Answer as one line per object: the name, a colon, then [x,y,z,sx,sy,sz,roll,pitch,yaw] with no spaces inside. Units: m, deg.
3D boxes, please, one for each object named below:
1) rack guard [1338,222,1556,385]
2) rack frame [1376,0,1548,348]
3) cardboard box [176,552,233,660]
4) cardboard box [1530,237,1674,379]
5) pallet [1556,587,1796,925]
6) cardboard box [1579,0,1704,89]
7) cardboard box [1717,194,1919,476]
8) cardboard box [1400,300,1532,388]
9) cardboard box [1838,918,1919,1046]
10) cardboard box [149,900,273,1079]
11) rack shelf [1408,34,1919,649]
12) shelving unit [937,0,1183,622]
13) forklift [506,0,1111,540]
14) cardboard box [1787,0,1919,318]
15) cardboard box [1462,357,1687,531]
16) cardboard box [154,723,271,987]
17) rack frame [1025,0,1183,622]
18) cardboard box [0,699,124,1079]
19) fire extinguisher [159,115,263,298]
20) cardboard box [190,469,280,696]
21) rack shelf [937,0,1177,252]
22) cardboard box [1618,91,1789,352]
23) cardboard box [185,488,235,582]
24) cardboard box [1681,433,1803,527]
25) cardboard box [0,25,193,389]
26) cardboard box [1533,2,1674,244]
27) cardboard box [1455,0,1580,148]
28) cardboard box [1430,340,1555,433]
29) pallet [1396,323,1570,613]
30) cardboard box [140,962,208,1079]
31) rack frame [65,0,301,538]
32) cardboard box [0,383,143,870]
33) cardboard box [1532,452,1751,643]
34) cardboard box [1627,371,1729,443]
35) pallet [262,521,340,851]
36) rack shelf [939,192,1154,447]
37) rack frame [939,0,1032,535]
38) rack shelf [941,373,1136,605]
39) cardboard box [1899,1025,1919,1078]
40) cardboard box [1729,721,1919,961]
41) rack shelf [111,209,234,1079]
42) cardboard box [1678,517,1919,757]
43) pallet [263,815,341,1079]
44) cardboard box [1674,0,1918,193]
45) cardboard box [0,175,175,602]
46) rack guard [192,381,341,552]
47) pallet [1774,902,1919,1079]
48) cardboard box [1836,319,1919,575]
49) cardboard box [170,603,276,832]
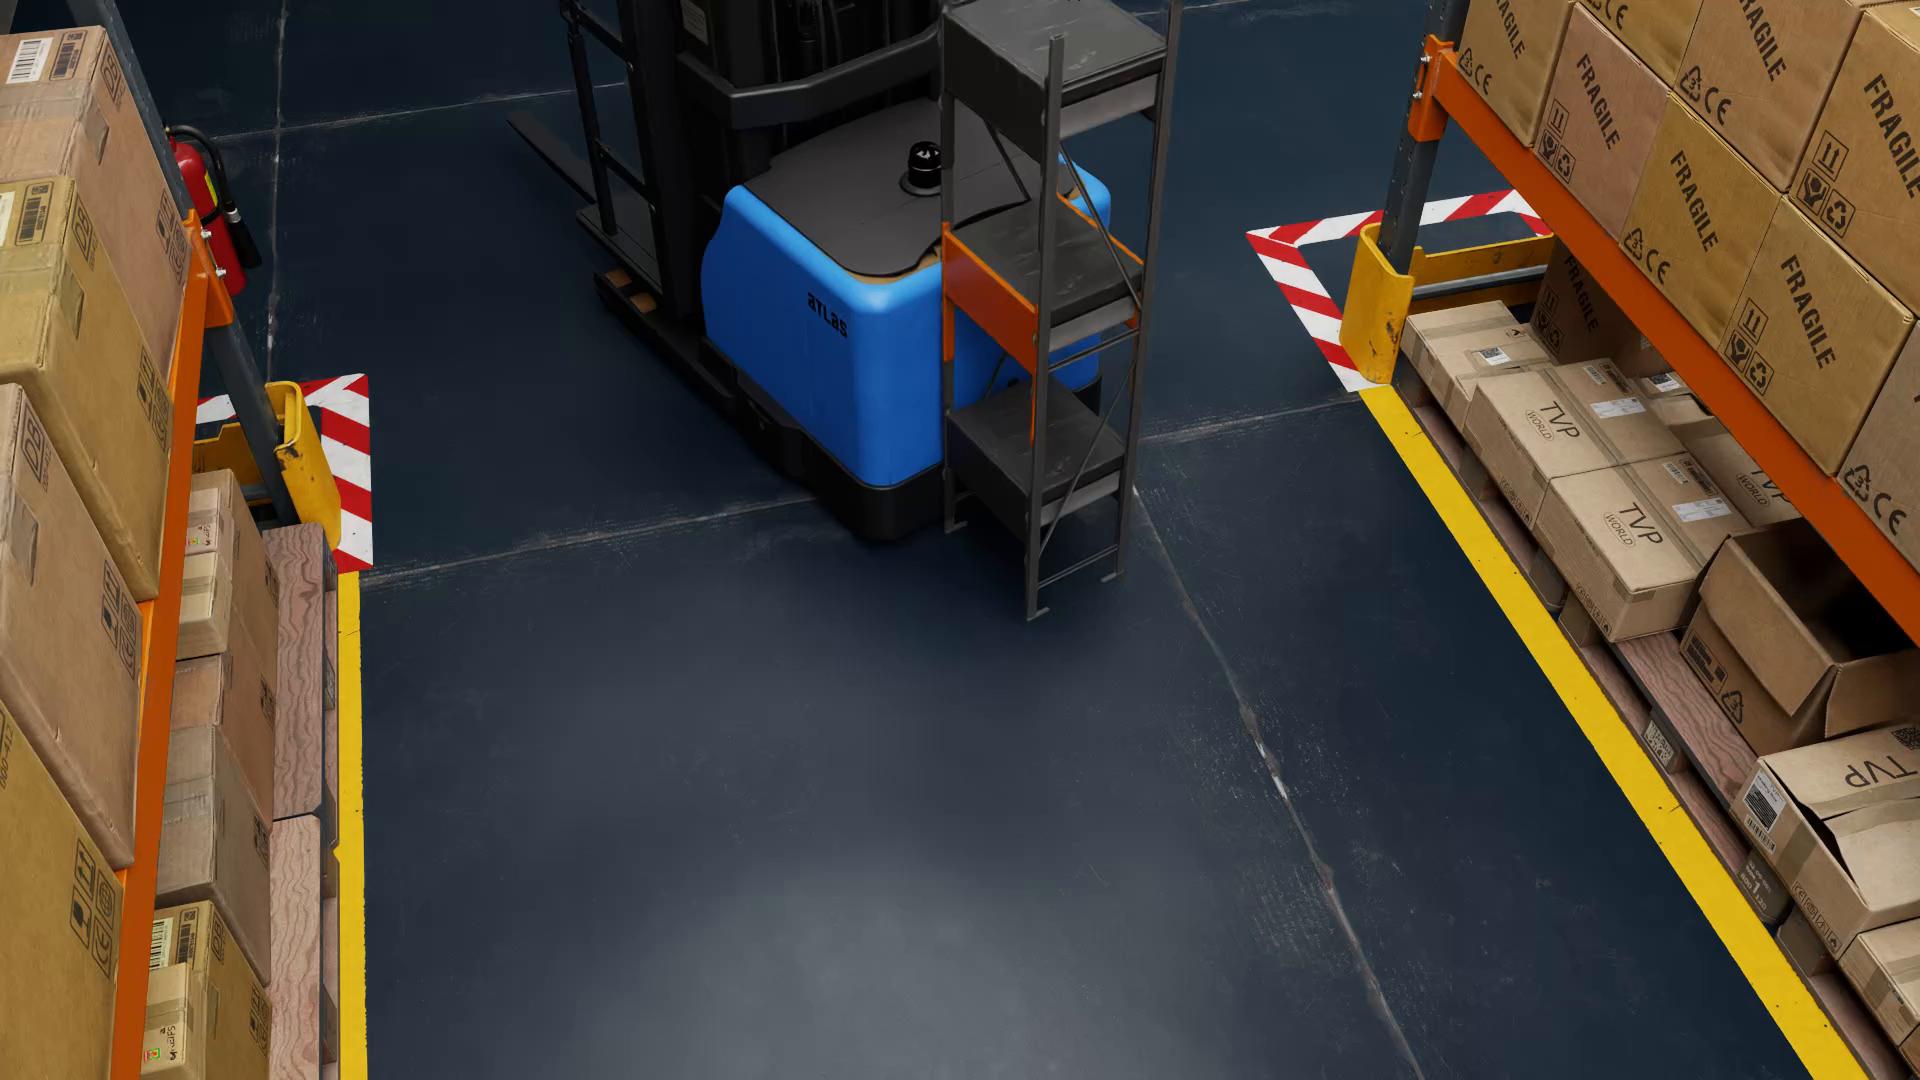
rack guard: [2.079,-0.982,6.362,1.175,0.500,0.348,-11,47,-10]
rack frame: [2.059,-1.909,5.521,1.000,3.000,0.127,-11,47,-10]
cardboard box: [-2.177,0.197,4.459,0.380,0.149,0.250,-10,46,-9]
cardboard box: [2.437,-0.858,5.933,0.500,0.500,0.500,-11,47,-10]
pallet: [2.593,0.510,5.102,1.003,0.211,1.213,-11,47,-10]
cardboard box: [2.059,-1.580,4.428,0.500,0.500,0.500,-10,46,-10]
cardboard box: [2.307,-0.542,4.111,0.500,0.500,0.500,-10,46,-10]
cardboard box: [1.834,-0.713,6.037,0.380,0.149,0.250,-11,47,-10]
cardboard box: [2.509,1.107,4.253,0.380,0.149,0.250,-11,47,-10]
cardboard box: [-2.051,1.251,3.880,0.700,0.500,0.500,-10,46,-9]
rack shelf: [2.571,-0.277,4.425,1.077,0.370,4.000,-11,47,-10]
shelving unit: [0.250,-0.691,4.957,0.431,2.100,0.503,-25,51,-23]
forklift: [-0.794,-2.027,5.684,1.130,2.935,3.031,-29,52,-25]
cardboard box: [2.313,-0.883,3.745,0.500,0.500,0.500,-11,47,-11]
cardboard box: [2.052,-0.328,5.589,0.500,0.250,0.500,-11,47,-10]
cardboard box: [-2.195,0.885,4.239,0.700,0.500,0.500,-12,47,-12]
rack frame: [0.385,-0.546,4.815,0.400,2.100,0.015,-25,51,-23]
cardboard box: [-2.009,0.773,2.682,0.980,0.700,0.700,-12,47,-11]
fire extinguisher: [-2.321,-1.032,4.976,0.296,0.674,0.183,-11,47,-10]
cardboard box: [-2.452,0.192,4.918,0.700,0.500,0.500,-11,47,-10]
rack shelf: [0.250,-1.171,4.467,0.431,0.518,0.480,-25,51,-23]
cardboard box: [2.181,-0.887,4.449,0.500,0.500,0.500,-11,47,-10]
cardboard box: [-2.243,0.020,4.632,0.380,0.149,0.250,-11,47,-11]
cardboard box: [2.651,-0.109,5.374,0.500,0.250,0.500,-11,47,-10]
cardboard box: [-2.588,-0.756,4.180,0.980,0.700,0.700,-9,46,-9]
cardboard box: [2.055,-1.234,4.790,0.500,0.500,0.500,-11,47,-11]
cardboard box: [1.918,-1.590,5.138,0.500,0.500,0.500,-10,46,-9]
cardboard box: [1.898,-0.547,5.862,0.380,0.166,0.250,-11,47,-10]
pallet: [2.284,-0.330,5.926,1.003,0.211,1.213,-11,47,-10]
cardboard box: [-1.842,1.096,3.577,0.380,0.149,0.250,-12,47,-11]
rack frame: [-2.728,-1.001,4.631,1.000,3.000,0.127,-11,47,-10]
cardboard box: [-2.205,0.273,3.173,0.980,0.700,0.700,-13,47,-12]
cardboard box: [2.180,0.017,5.250,0.500,0.250,0.500,-11,47,-10]
cardboard box: [2.453,-0.445,5.762,0.380,0.166,0.250,-11,47,-10]
pallet: [-2.448,0.513,5.100,1.003,0.211,1.213,-11,47,-10]
rack shelf: [0.250,-0.681,4.967,0.431,0.518,0.480,-25,51,-23]
rack frame: [0.115,-0.836,5.099,0.400,2.100,0.015,-25,51,-23]
rack shelf: [0.250,-0.192,5.467,0.431,0.518,0.480,-25,51,-23]
cardboard box: [2.663,1.232,3.885,0.500,0.500,0.500,-11,47,-10]
cardboard box: [2.471,0.780,4.460,0.500,0.311,0.500,-11,47,-10]
rack shelf: [-2.216,0.632,3.534,1.077,0.370,4.000,-11,47,-10]
cardboard box: [2.597,0.276,4.819,0.797,0.503,0.637,-11,47,-10]
pallet: [-2.139,1.354,4.276,1.003,0.211,1.213,-11,47,-10]
cardboard box: [2.183,-1.234,4.089,0.500,0.500,0.500,-10,46,-10]
cardboard box: [-2.391,-0.255,3.690,0.980,0.700,0.700,-11,47,-11]
rack guard: [-2.734,-0.143,5.540,1.175,0.500,0.348,-11,47,-10]
pallet: [2.908,1.354,4.275,1.003,0.211,1.213,-11,47,-10]
cardboard box: [2.440,-0.191,3.767,0.500,0.500,0.500,-10,46,-9]
cardboard box: [-2.324,0.537,4.579,0.700,0.500,0.500,-11,47,-10]
